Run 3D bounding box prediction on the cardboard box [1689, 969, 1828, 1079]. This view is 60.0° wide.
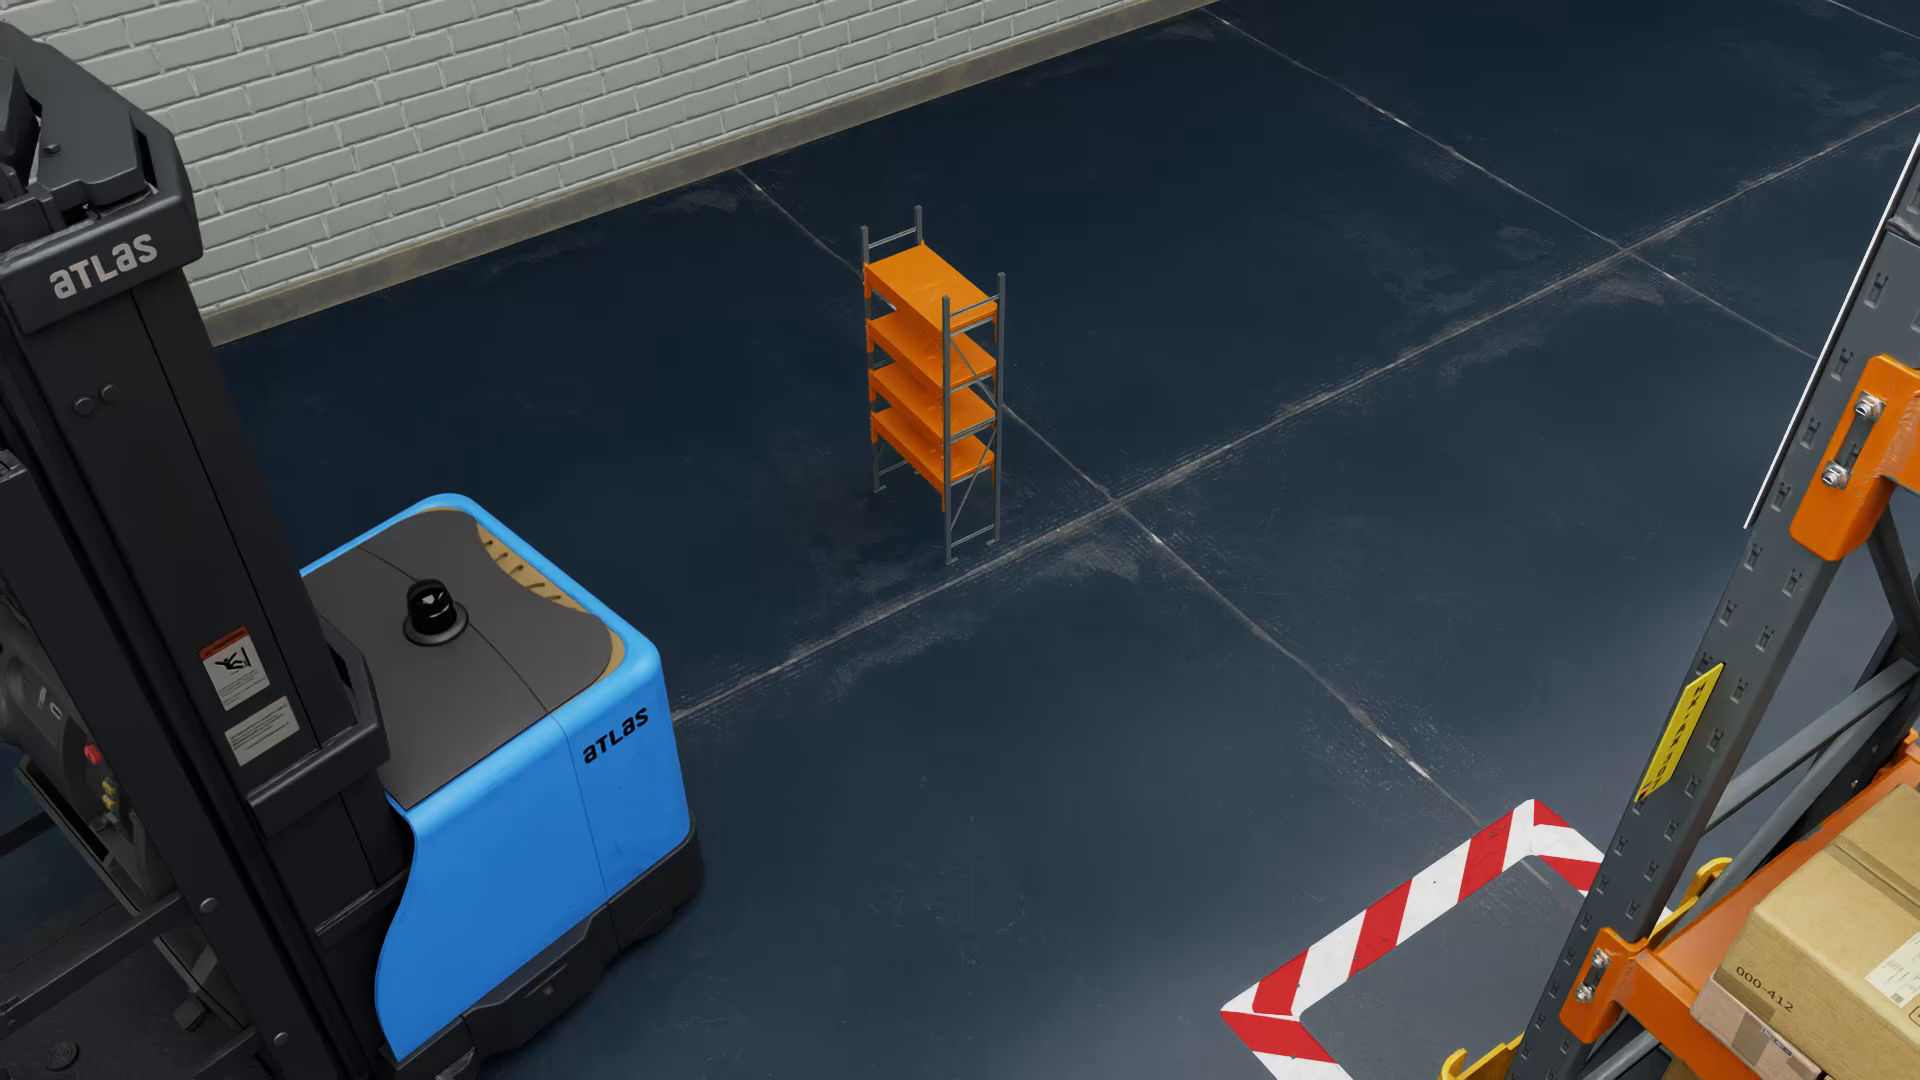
[{"bbox_3d":[1.696,0.902,3.314,0.380,0.149,0.250,-25,49,-24],"label":"cardboard box"}]

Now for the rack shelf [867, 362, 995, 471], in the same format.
[{"bbox_3d":[-0.095,-0.479,5.980,0.258,0.148,0.480,-26,49,-24],"label":"rack shelf"}]

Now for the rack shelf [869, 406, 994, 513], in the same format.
[{"bbox_3d":[-0.095,-0.335,6.117,0.258,0.148,0.480,-26,49,-24],"label":"rack shelf"}]

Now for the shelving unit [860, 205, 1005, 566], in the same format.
[{"bbox_3d":[-0.095,-0.528,5.934,0.258,1.200,0.503,-26,49,-24],"label":"shelving unit"}]

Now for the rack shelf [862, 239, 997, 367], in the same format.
[{"bbox_3d":[-0.095,-0.812,5.663,0.258,0.148,0.480,-26,49,-24],"label":"rack shelf"}]

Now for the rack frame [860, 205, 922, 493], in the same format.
[{"bbox_3d":[-0.234,-0.666,6.079,0.240,1.200,0.015,-26,49,-24],"label":"rack frame"}]

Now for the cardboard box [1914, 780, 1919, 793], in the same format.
[{"bbox_3d":[2.258,0.596,3.346,0.500,0.250,0.500,-26,50,-25],"label":"cardboard box"}]

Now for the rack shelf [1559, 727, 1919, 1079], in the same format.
[{"bbox_3d":[2.907,1.873,2.637,1.077,0.370,4.000,-26,49,-24],"label":"rack shelf"}]

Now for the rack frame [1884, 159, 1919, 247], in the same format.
[{"bbox_3d":[1.763,-1.690,1.503,1.000,3.000,0.127,-26,49,-24],"label":"rack frame"}]

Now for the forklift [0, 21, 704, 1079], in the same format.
[{"bbox_3d":[-2.158,0.522,3.581,1.130,2.935,3.031,33,53,30],"label":"forklift"}]

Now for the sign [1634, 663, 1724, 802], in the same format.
[{"bbox_3d":[1.305,0.354,3.022,0.100,0.325,0.005,-26,49,-24],"label":"sign"}]

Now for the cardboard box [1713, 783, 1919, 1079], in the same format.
[{"bbox_3d":[1.816,0.805,3.127,0.500,0.250,0.500,-27,50,-25],"label":"cardboard box"}]

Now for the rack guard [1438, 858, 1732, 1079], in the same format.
[{"bbox_3d":[1.750,1.371,4.452,1.175,0.500,0.348,-26,49,-24],"label":"rack guard"}]

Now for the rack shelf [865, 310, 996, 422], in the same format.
[{"bbox_3d":[-0.095,-0.641,5.826,0.258,0.148,0.480,-26,49,-24],"label":"rack shelf"}]

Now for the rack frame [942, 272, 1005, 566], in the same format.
[{"bbox_3d":[0.045,-0.390,5.789,0.240,1.200,0.015,-26,49,-24],"label":"rack frame"}]

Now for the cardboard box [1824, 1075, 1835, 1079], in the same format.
[{"bbox_3d":[1.844,1.047,3.163,0.380,0.149,0.250,-26,50,-25],"label":"cardboard box"}]

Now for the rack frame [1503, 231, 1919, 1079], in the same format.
[{"bbox_3d":[1.763,0.480,3.575,1.000,3.000,0.127,-26,49,-24],"label":"rack frame"}]

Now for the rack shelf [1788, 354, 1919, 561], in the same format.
[{"bbox_3d":[2.907,0.788,1.601,1.077,0.370,4.000,-26,49,-24],"label":"rack shelf"}]

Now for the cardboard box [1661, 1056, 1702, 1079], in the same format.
[{"bbox_3d":[2.195,1.428,3.817,0.875,0.875,0.875,-26,49,-24],"label":"cardboard box"}]

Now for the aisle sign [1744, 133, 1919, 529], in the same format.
[{"bbox_3d":[1.476,-0.383,2.596,0.394,0.787,0.004,-26,49,-24],"label":"aisle sign"}]
